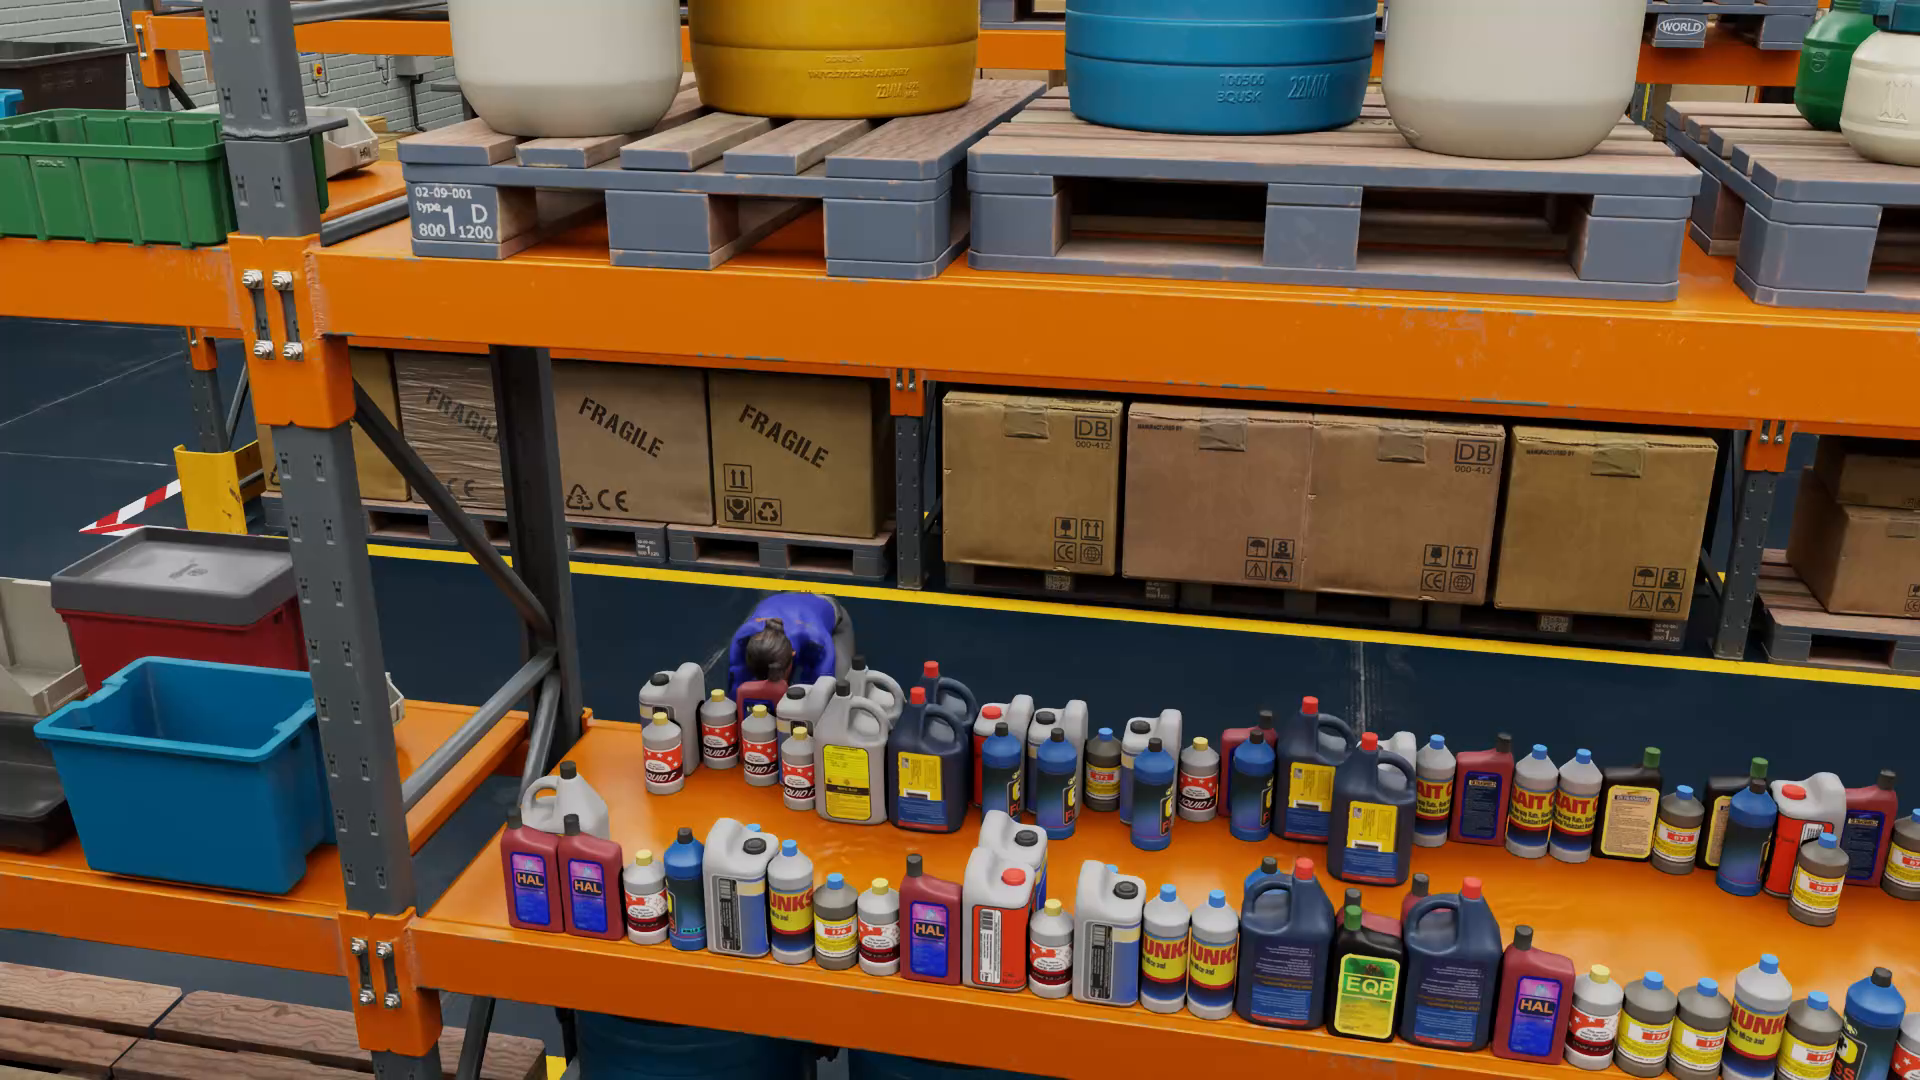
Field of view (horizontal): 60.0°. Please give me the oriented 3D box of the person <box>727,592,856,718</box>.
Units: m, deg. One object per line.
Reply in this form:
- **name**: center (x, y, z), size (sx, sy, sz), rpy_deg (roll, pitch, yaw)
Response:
- **person**: center (-0.639, 0.649, 6.382), size (0.459, 0.982, 0.860), rpy_deg (3, 22, 8)
